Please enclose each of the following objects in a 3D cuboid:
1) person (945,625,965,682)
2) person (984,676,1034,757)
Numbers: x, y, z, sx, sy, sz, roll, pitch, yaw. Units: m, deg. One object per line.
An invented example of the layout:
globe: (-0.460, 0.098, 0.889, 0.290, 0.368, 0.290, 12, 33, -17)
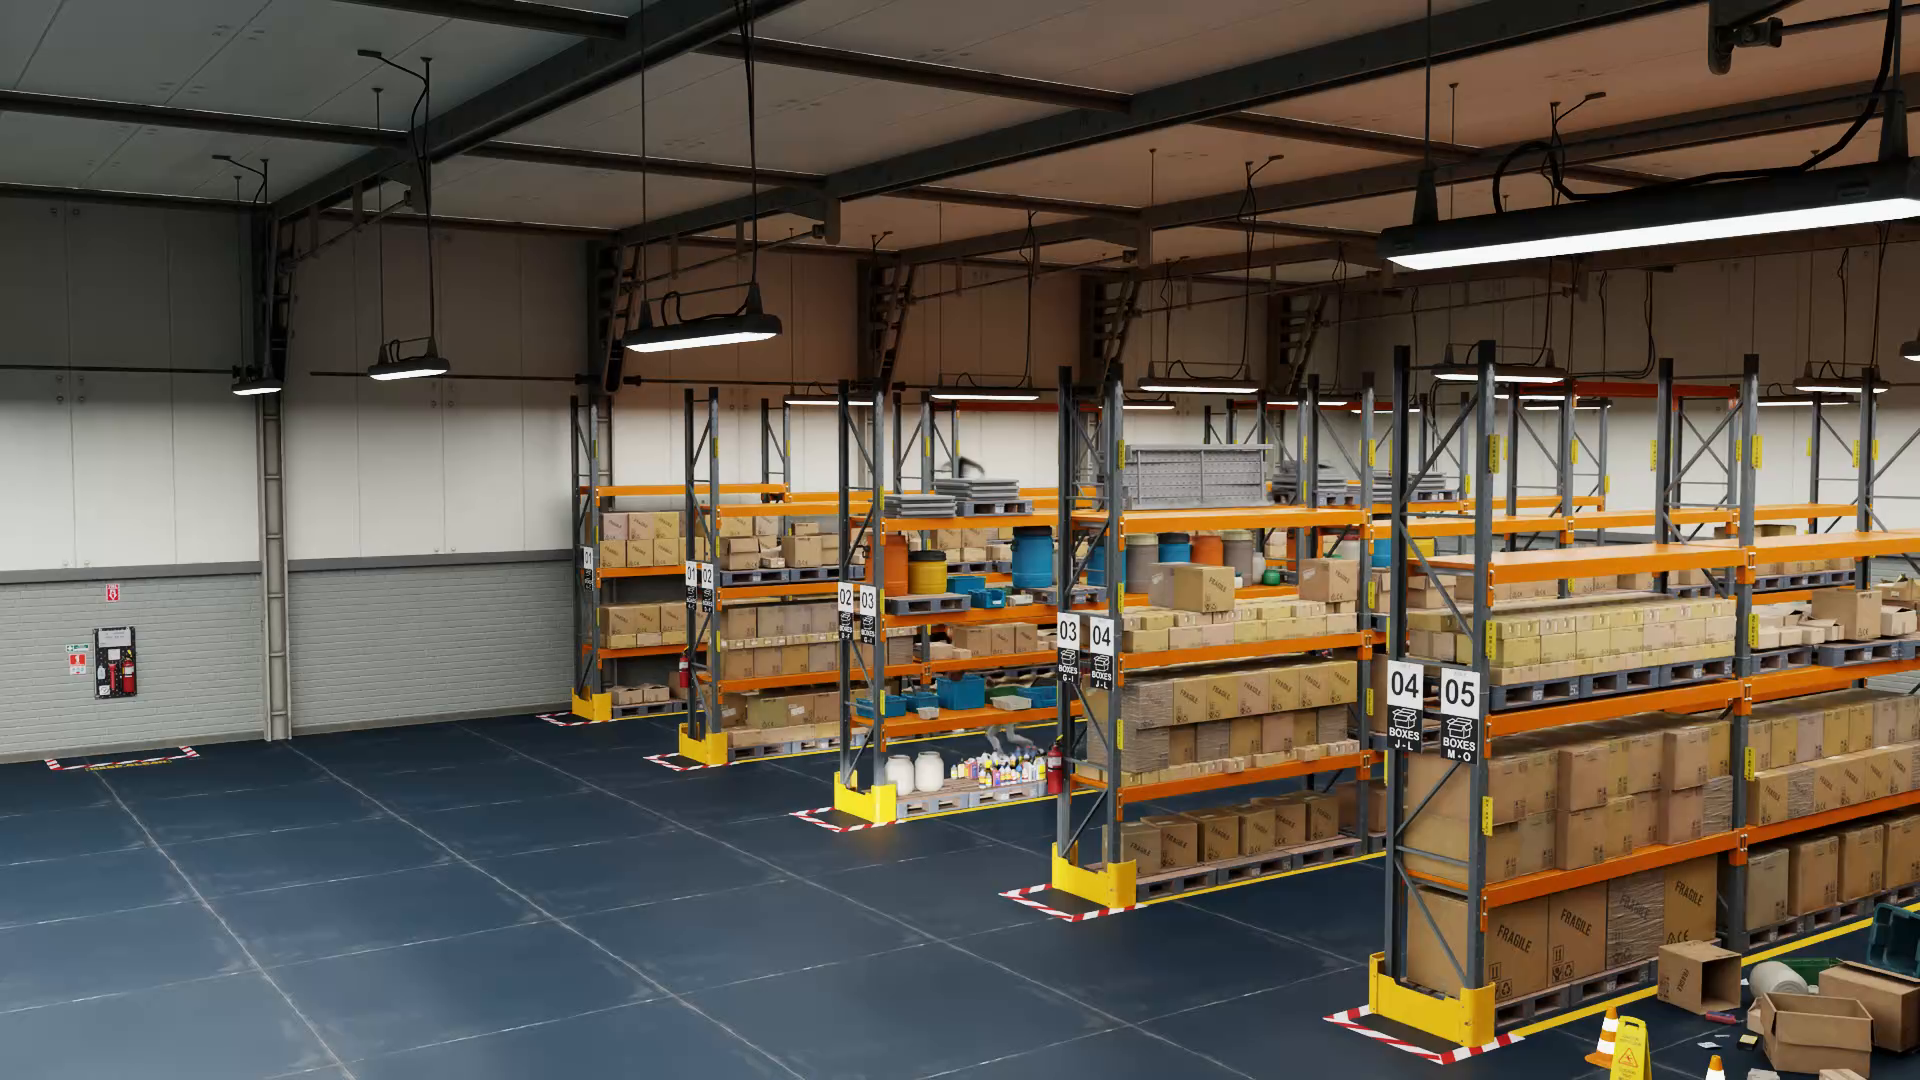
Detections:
person: (0.000, 2.450, 32.326, 0.635, 1.604, 0.685, -1, 3, -10)
person: (0.781, 2.860, 26.499, 0.979, 1.442, 0.534, -2, 4, -27)
